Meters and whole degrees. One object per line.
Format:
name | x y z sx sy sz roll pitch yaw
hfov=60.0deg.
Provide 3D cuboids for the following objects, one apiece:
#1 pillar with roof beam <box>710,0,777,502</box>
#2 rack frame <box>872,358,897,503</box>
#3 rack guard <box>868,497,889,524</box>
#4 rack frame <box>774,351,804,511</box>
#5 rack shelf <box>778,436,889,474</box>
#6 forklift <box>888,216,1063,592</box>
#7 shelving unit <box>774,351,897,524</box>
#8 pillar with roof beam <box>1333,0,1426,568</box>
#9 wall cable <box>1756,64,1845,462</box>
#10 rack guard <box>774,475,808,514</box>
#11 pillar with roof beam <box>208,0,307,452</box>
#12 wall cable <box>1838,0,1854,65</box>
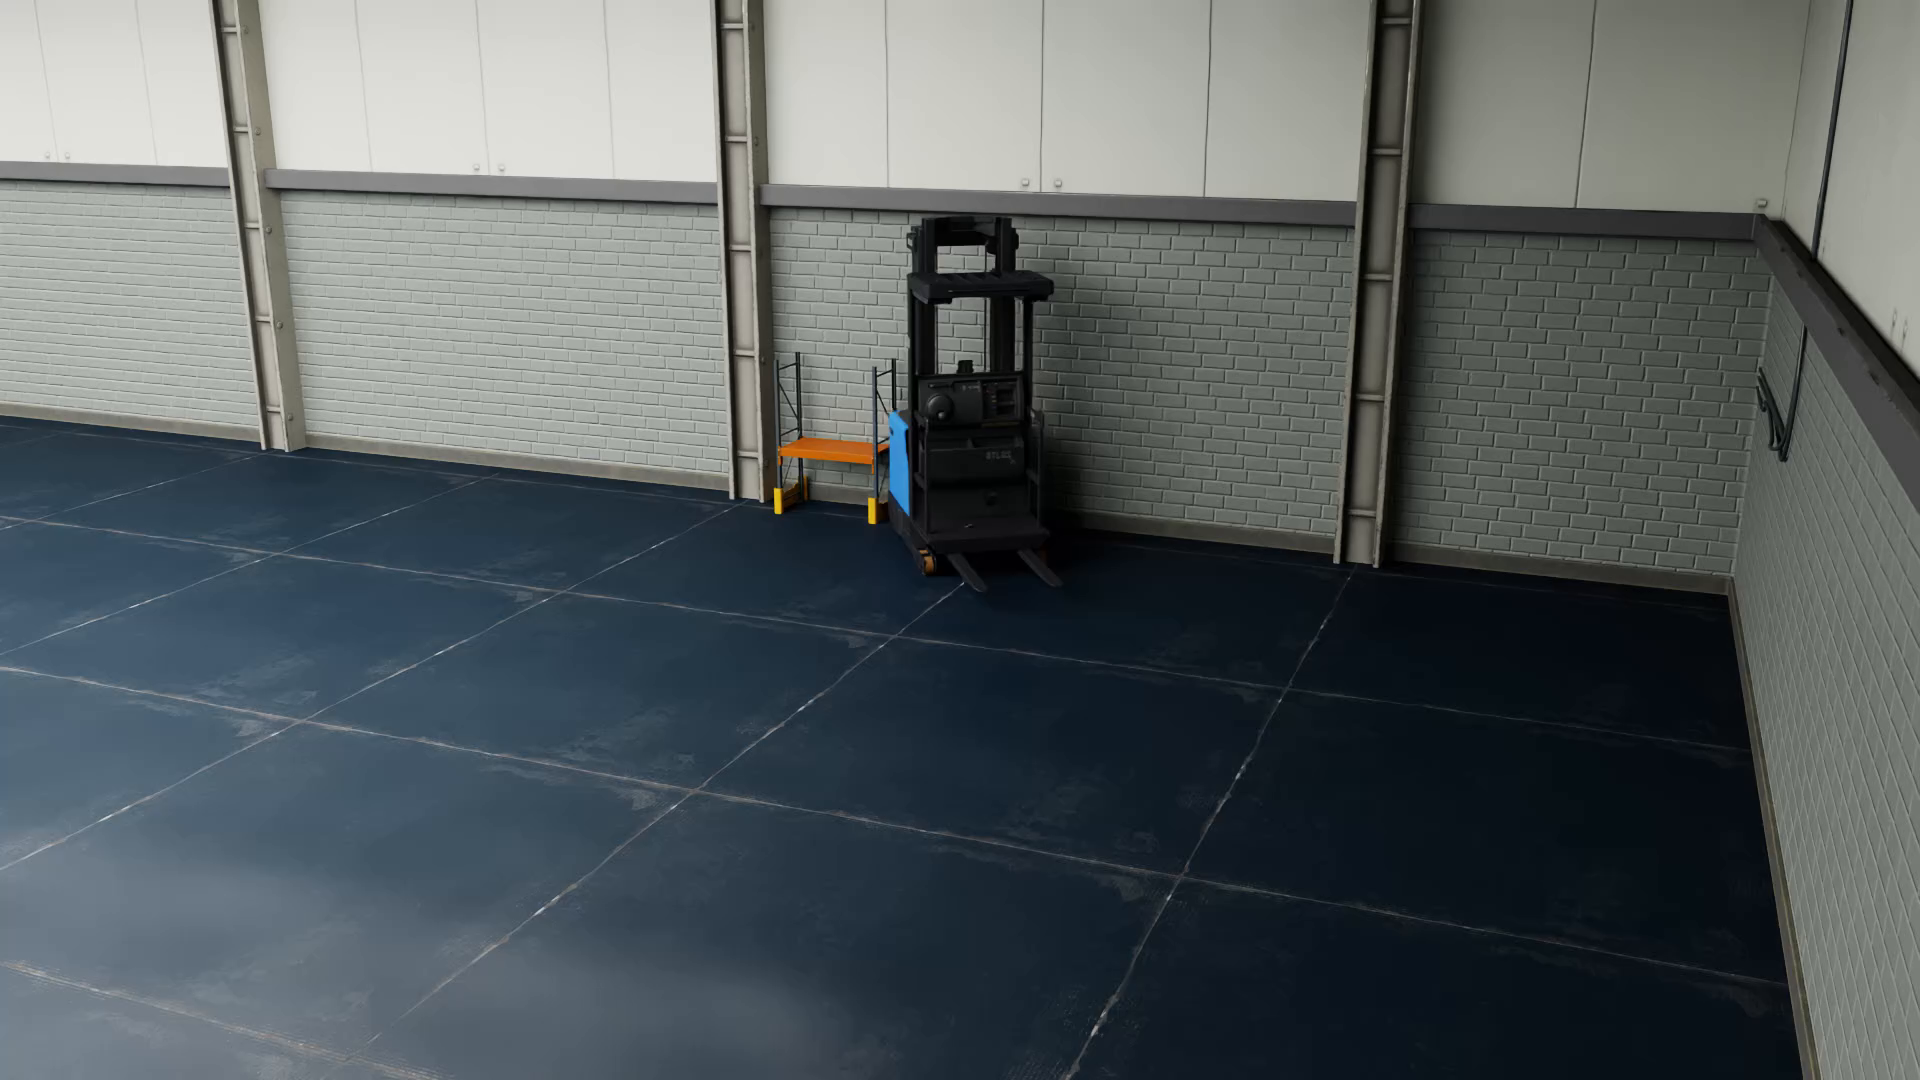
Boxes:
pillar with roof beam | -3.652 -3.638 11.640 0.400 9.000 9.100 6 17 21
rack frame | -0.713 -0.948 15.827 0.032 1.500 0.500 6 17 20
rack guard | -0.731 -0.350 16.008 0.087 0.250 0.587 6 17 20
rack frame | -1.662 -1.050 16.178 0.032 1.500 0.500 6 17 20
rack shelf | -1.187 -0.827 16.052 1.000 0.185 0.538 6 17 20
forklift | 0.148 -1.220 14.195 1.130 2.935 3.031 -4 17 -12
shelving unit | -1.196 -1.000 16.005 1.083 1.500 0.587 6 17 20
pillar with roof beam | 1.929 -3.024 9.526 0.400 9.000 9.100 6 17 21
wall cable | 5.764 -2.005 11.585 0.112 2.526 3.097 6 17 21
rack guard | -1.660 -0.450 16.351 0.087 0.250 0.587 6 17 20
pillar with roof beam | -9.234 -4.251 13.754 0.400 9.000 9.100 6 17 21
wall cable | 4.771 -3.729 8.464 0.112 2.526 3.097 6 17 21
